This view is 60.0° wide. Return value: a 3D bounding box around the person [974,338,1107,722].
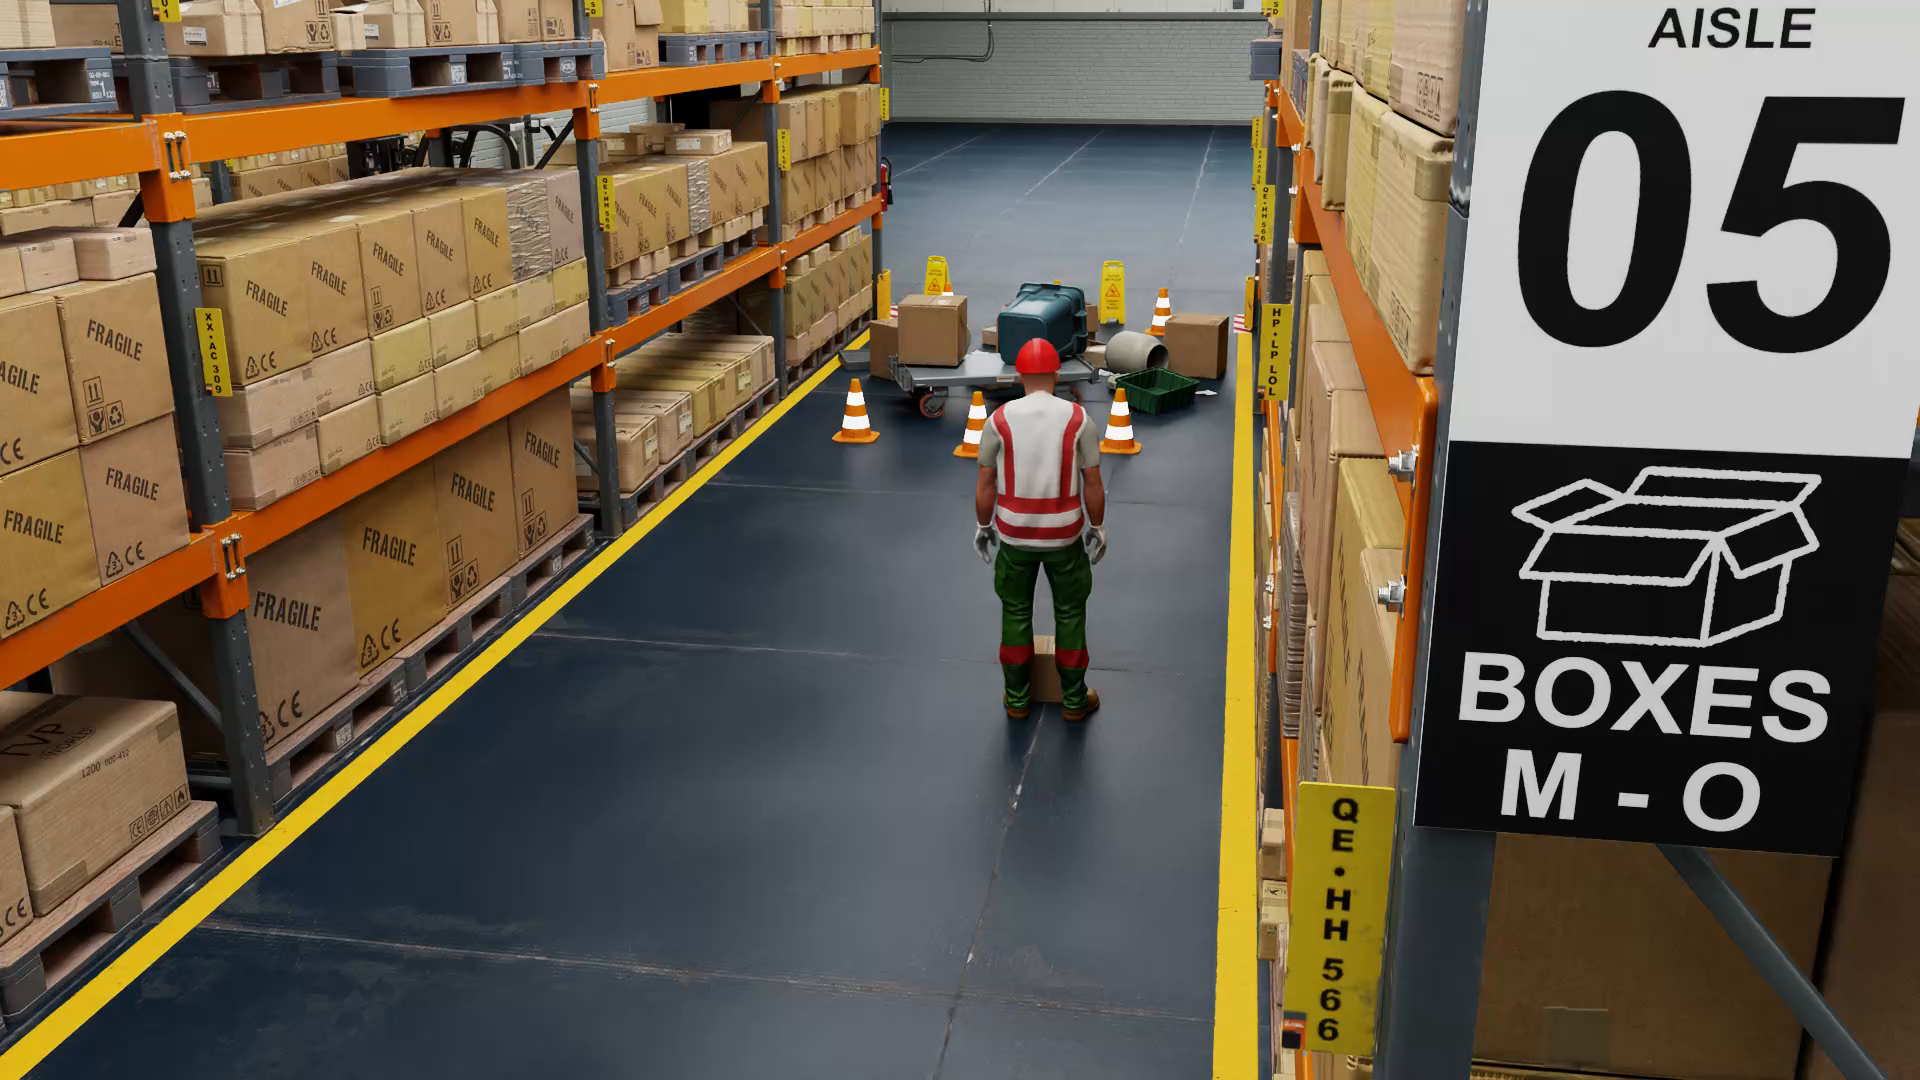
[{"bbox_3d":[0.372,-0.035,7.638,0.612,1.778,0.453,2,18,6],"label":"person"}]
